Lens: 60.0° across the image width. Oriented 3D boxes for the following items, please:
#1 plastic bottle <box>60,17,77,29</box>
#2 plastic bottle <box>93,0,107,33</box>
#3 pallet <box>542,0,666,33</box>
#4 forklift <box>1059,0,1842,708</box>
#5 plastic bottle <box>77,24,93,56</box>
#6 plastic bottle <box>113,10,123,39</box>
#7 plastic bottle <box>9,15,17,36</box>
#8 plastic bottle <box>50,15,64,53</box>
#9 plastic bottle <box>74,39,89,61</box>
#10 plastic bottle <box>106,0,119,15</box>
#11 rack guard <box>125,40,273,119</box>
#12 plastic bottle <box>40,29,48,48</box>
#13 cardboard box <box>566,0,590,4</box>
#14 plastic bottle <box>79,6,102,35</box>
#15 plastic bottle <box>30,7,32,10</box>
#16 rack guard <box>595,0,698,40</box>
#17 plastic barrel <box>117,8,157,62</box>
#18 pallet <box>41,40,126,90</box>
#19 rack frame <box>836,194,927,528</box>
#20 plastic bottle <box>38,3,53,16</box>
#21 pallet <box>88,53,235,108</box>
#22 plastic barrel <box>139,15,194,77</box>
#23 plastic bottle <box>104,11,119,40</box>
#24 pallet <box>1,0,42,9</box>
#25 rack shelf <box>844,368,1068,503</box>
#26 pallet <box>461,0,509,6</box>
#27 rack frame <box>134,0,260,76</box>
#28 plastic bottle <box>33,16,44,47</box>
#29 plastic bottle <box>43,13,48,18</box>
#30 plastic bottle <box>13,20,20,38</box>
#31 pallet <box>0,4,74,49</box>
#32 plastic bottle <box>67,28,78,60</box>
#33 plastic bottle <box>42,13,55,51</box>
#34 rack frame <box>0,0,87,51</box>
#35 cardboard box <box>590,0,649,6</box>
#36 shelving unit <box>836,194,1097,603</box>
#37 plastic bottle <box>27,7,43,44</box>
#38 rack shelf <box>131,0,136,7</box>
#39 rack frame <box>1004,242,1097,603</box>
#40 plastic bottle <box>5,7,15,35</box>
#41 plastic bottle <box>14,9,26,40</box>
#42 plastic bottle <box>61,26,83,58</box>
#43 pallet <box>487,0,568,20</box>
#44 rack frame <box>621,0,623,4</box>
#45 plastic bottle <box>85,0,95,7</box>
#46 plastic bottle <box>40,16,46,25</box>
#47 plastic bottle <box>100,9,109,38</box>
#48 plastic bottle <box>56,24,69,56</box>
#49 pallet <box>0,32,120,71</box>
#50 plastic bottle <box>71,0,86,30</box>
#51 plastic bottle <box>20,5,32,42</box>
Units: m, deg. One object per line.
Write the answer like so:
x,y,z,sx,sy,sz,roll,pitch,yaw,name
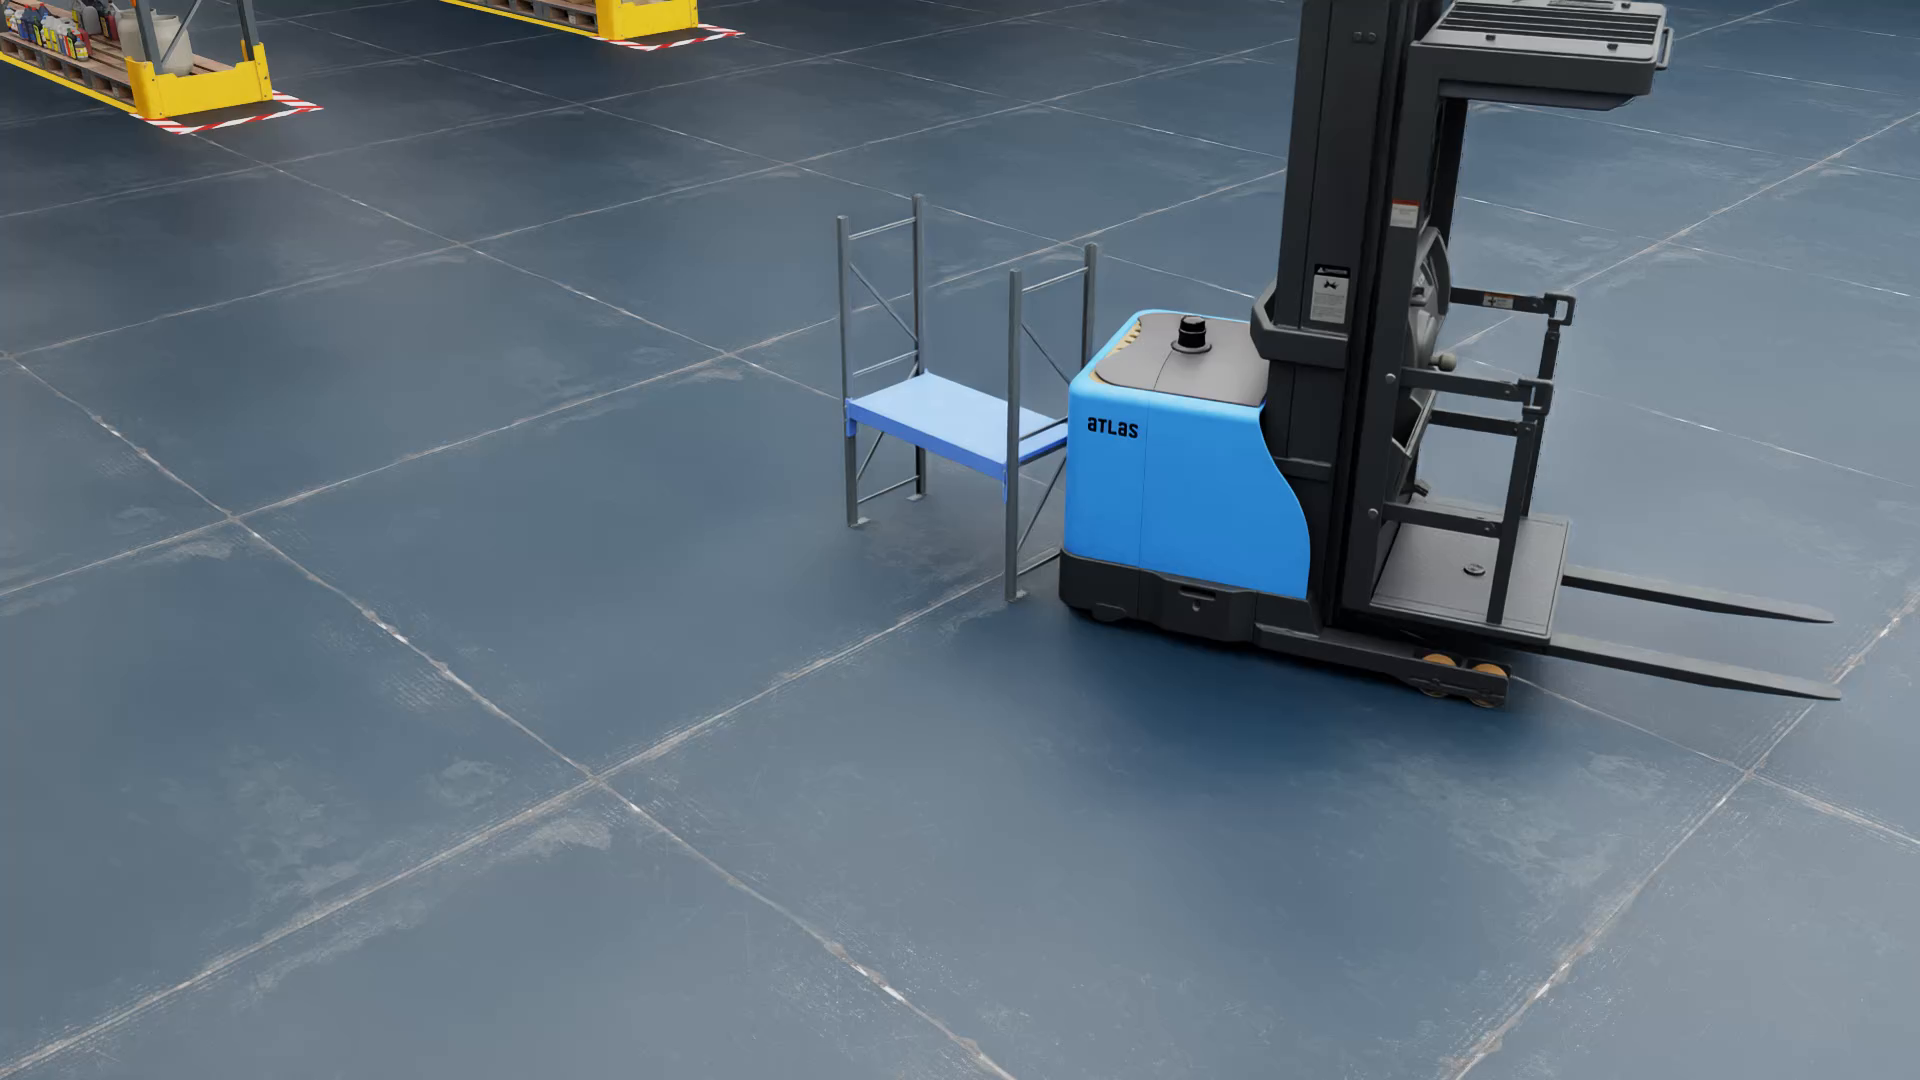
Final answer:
-8.925,-5.082,16.646,0.135,0.276,0.152,25,36,38,plastic bottle
-8.935,-5.482,17.326,0.185,0.351,0.144,22,35,36,plastic bottle
-4.018,-6.043,19.015,1.213,0.211,1.003,25,36,38,pallet
1.992,-0.924,6.358,3.031,2.935,1.130,11,30,20,forklift
-8.585,-4.905,16.301,0.133,0.283,0.061,25,36,38,plastic bottle
-8.592,-5.289,17.040,0.152,0.276,0.135,-25,36,-38,plastic bottle
-9.741,-5.310,17.160,0.097,0.201,0.097,0,28,0,plastic bottle
-8.879,-4.997,16.404,0.144,0.351,0.185,-24,36,-37,plastic bottle
-8.498,-4.742,16.079,0.097,0.201,0.097,0,28,0,plastic bottle
-8.705,-5.377,17.126,0.185,0.351,0.144,24,36,38,plastic bottle
-6.968,-4.235,15.266,0.348,0.500,1.175,25,36,38,rack guard
-9.129,-5.030,16.627,0.097,0.201,0.097,0,28,0,plastic bottle
-4.293,-6.448,19.024,0.500,0.500,0.500,-15,31,-27,cardboard box
-9.021,-5.392,17.235,0.135,0.276,0.152,25,36,38,plastic bottle
-9.490,-5.319,17.089,0.133,0.283,0.061,25,36,38,plastic bottle
-3.463,-5.894,18.422,0.348,0.500,1.175,25,36,38,rack guard
-7.762,-4.769,15.819,0.421,0.512,0.421,0,28,0,plastic barrel
-8.410,-4.772,16.598,1.213,0.211,1.003,25,36,38,pallet
-0.349,-0.809,7.677,0.032,1.500,0.500,24,36,38,rack frame
-9.348,-5.306,16.991,0.185,0.351,0.144,25,36,38,plastic bottle
-7.544,-4.374,15.841,1.213,0.211,1.003,25,36,38,pallet
-7.404,-4.606,15.508,0.421,0.512,0.421,0,28,0,plastic barrel
-8.666,-5.257,16.971,0.133,0.283,0.061,25,36,38,plastic bottle
-11.195,-6.044,19.018,1.213,0.211,1.003,25,36,38,pallet
0.015,-0.484,7.446,1.000,0.185,0.538,24,36,38,rack shelf
-5.757,-6.839,20.530,1.213,0.211,1.003,25,36,38,pallet
-6.881,-5.332,14.667,0.127,3.000,1.000,25,36,38,rack frame
-9.226,-5.099,16.670,0.061,0.283,0.133,-23,36,-37,plastic bottle
-9.261,-5.216,16.905,0.097,0.271,0.097,0,28,0,plastic bottle
-9.669,-5.277,17.097,0.097,0.201,0.097,0,28,0,plastic bottle
-10.321,-5.646,18.261,1.213,0.211,1.003,25,36,38,pallet
-8.594,-4.810,16.121,0.061,0.283,0.133,-24,36,-38,plastic bottle
-9.011,-5.058,16.519,0.185,0.351,0.144,24,36,38,plastic bottle
-9.734,-6.637,17.149,0.127,3.000,1.000,25,36,38,rack frame
-3.842,-6.264,18.675,0.500,0.500,0.500,-18,33,-30,cardboard box
0.015,-0.644,7.363,1.048,1.500,0.538,24,36,38,shelving unit
-9.314,-5.197,16.783,0.185,0.351,0.144,23,35,36,plastic bottle
-8.307,-5.666,16.075,4.000,0.370,1.077,25,36,38,rack shelf
0.379,-0.479,7.049,0.032,1.500,0.500,24,36,38,rack frame
-9.814,-5.375,17.207,0.097,0.271,0.097,0,28,0,plastic bottle
-9.564,-5.280,17.023,0.152,0.276,0.135,-24,36,-37,plastic bottle
-8.659,-4.866,16.235,0.135,0.276,0.152,25,37,39,plastic bottle
-4.883,-6.441,19.772,1.213,0.211,1.003,25,36,38,pallet
-3.409,-6.975,17.793,0.127,3.000,1.000,25,36,38,rack frame
-9.072,-5.545,17.445,0.185,0.351,0.144,23,36,37,plastic bottle
-9.183,-5.126,16.734,0.097,0.271,0.097,0,28,0,plastic bottle
-8.759,-5.304,17.061,0.133,0.283,0.061,25,36,38,plastic bottle
-8.758,-4.911,16.321,0.135,0.276,0.152,23,36,37,plastic bottle
-9.284,-5.170,17.355,1.213,0.211,1.003,25,36,38,pallet
-9.173,-5.497,17.354,0.185,0.351,0.144,25,36,38,plastic bottle
-9.449,-5.258,16.900,0.144,0.351,0.185,-24,36,-38,plastic bottle
